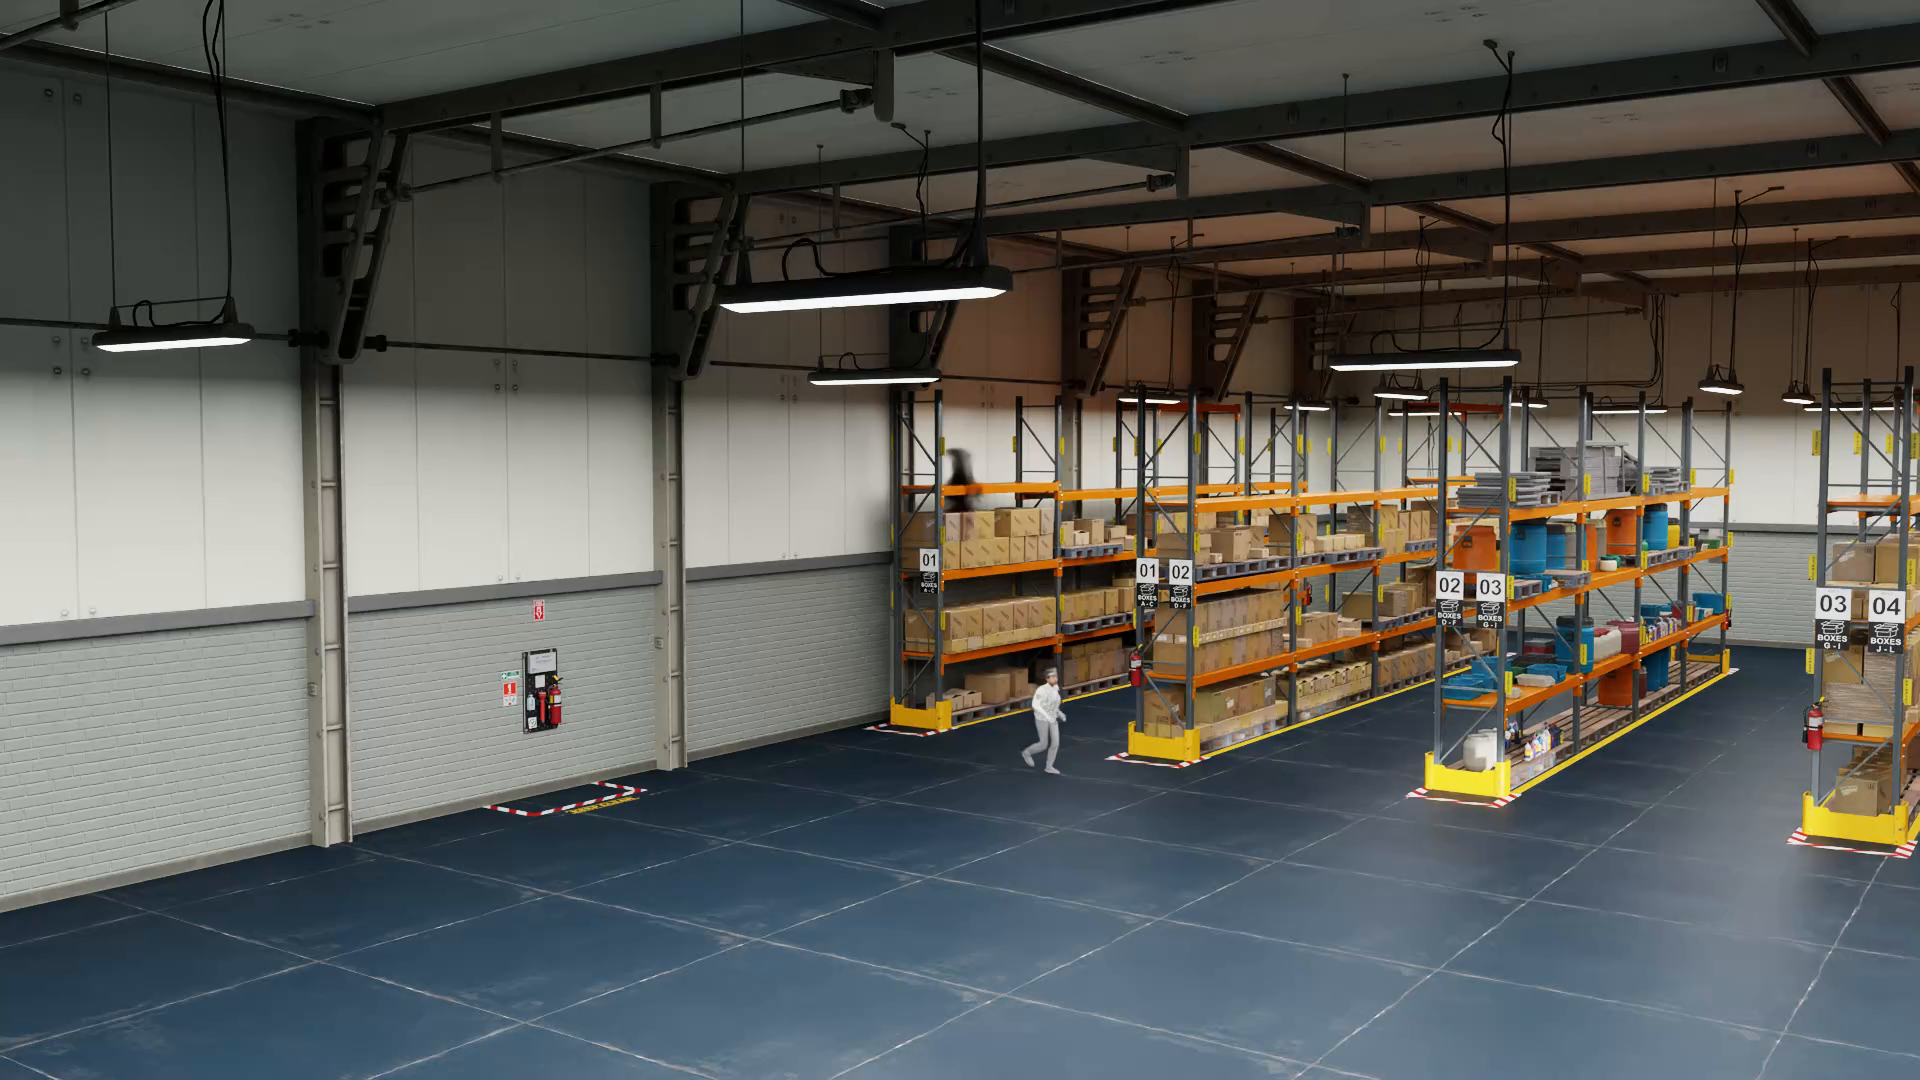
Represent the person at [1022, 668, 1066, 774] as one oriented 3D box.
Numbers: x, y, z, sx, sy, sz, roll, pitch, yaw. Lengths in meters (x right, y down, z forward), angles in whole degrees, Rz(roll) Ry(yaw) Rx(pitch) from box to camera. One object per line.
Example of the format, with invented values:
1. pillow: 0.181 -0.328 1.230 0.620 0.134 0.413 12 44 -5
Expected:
1. person: 1.265 2.752 25.539 0.618 1.645 0.721 -3 4 -43
